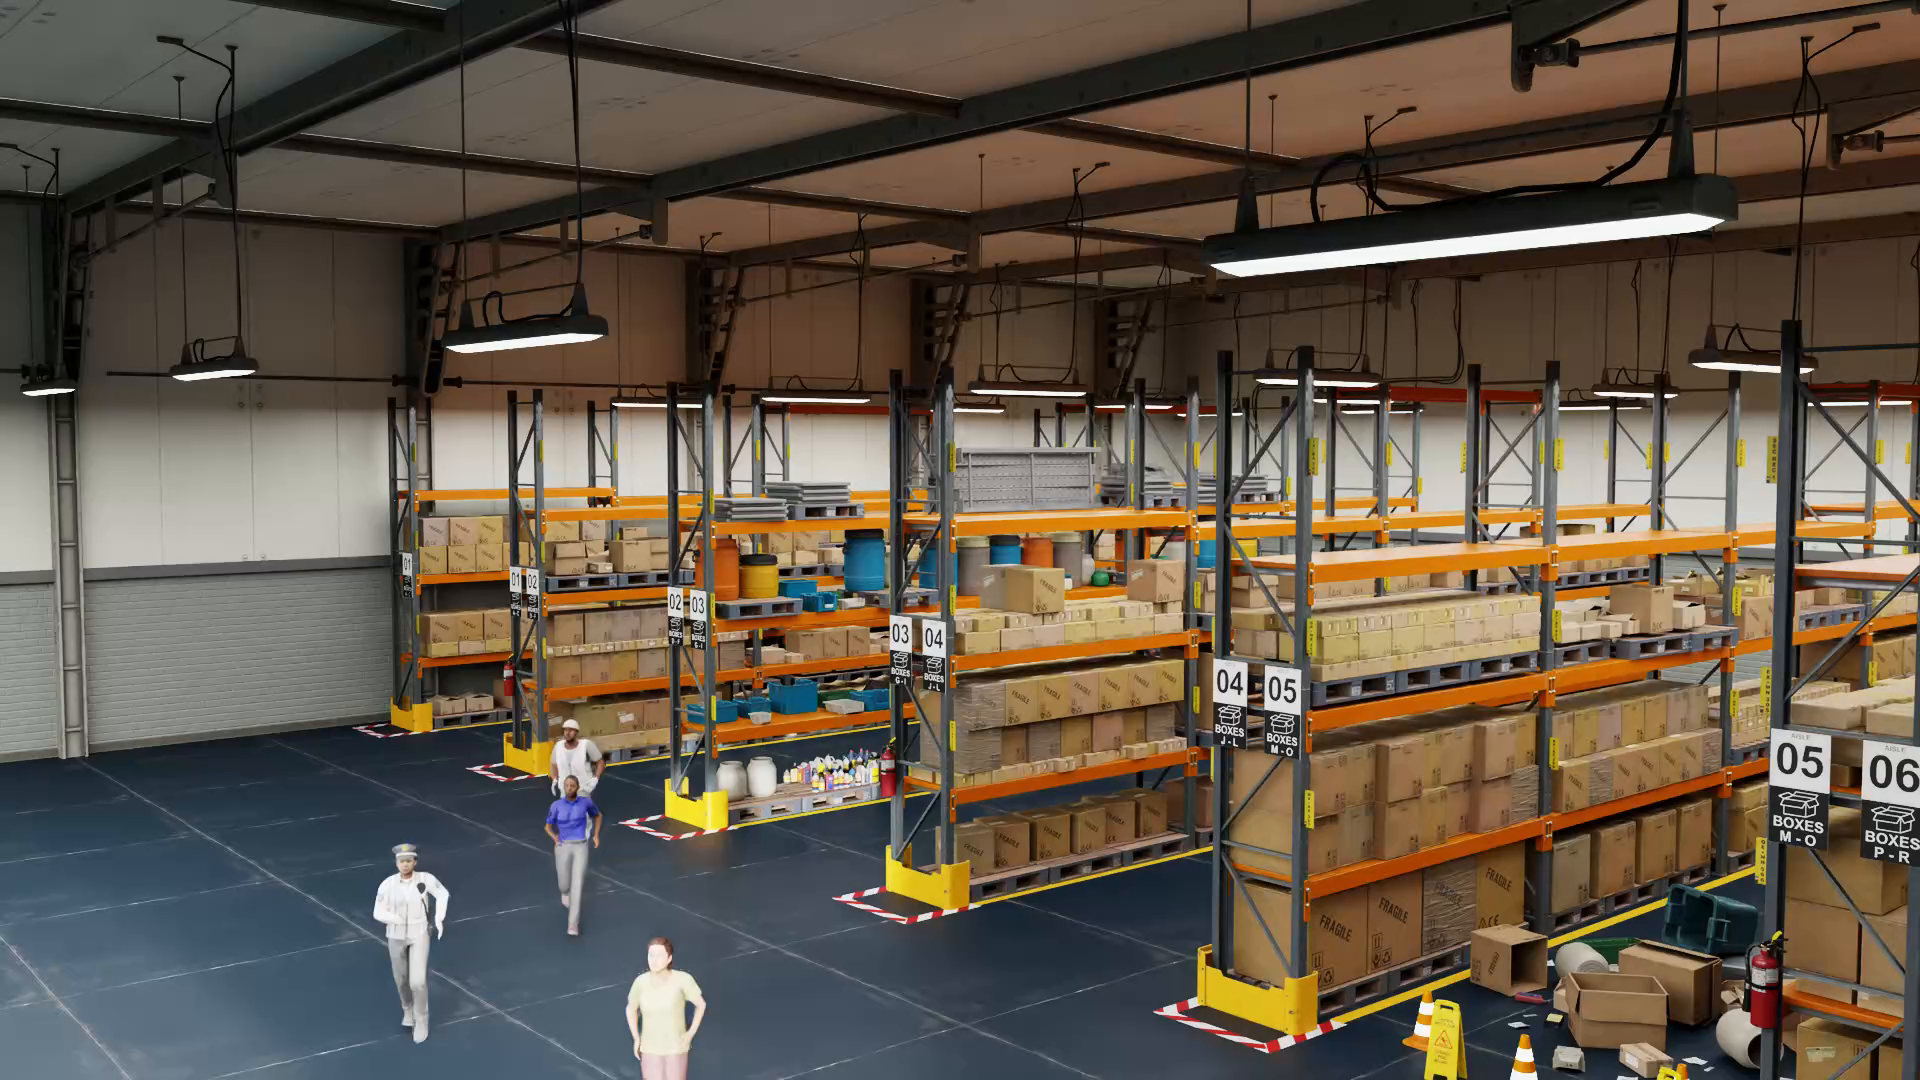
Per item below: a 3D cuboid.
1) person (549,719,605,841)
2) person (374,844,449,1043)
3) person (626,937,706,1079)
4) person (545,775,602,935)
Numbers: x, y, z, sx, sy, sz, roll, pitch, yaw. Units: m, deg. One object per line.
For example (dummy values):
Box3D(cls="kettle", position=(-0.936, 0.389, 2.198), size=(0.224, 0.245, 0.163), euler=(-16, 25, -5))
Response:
Box3D(cls="person", position=(-4.756, 3.090, 20.688), size=(0.688, 1.770, 0.674), euler=(0, 3, 3))
Box3D(cls="person", position=(-4.770, 3.481, 14.427), size=(0.579, 1.719, 0.703), euler=(0, 3, -8))
Box3D(cls="person", position=(-2.122, 3.656, 11.959), size=(0.577, 1.642, 0.580), euler=(0, 3, 1))
Box3D(cls="person", position=(-4.118, 3.319, 17.718), size=(0.595, 1.600, 0.945), euler=(-1, 3, -11))
